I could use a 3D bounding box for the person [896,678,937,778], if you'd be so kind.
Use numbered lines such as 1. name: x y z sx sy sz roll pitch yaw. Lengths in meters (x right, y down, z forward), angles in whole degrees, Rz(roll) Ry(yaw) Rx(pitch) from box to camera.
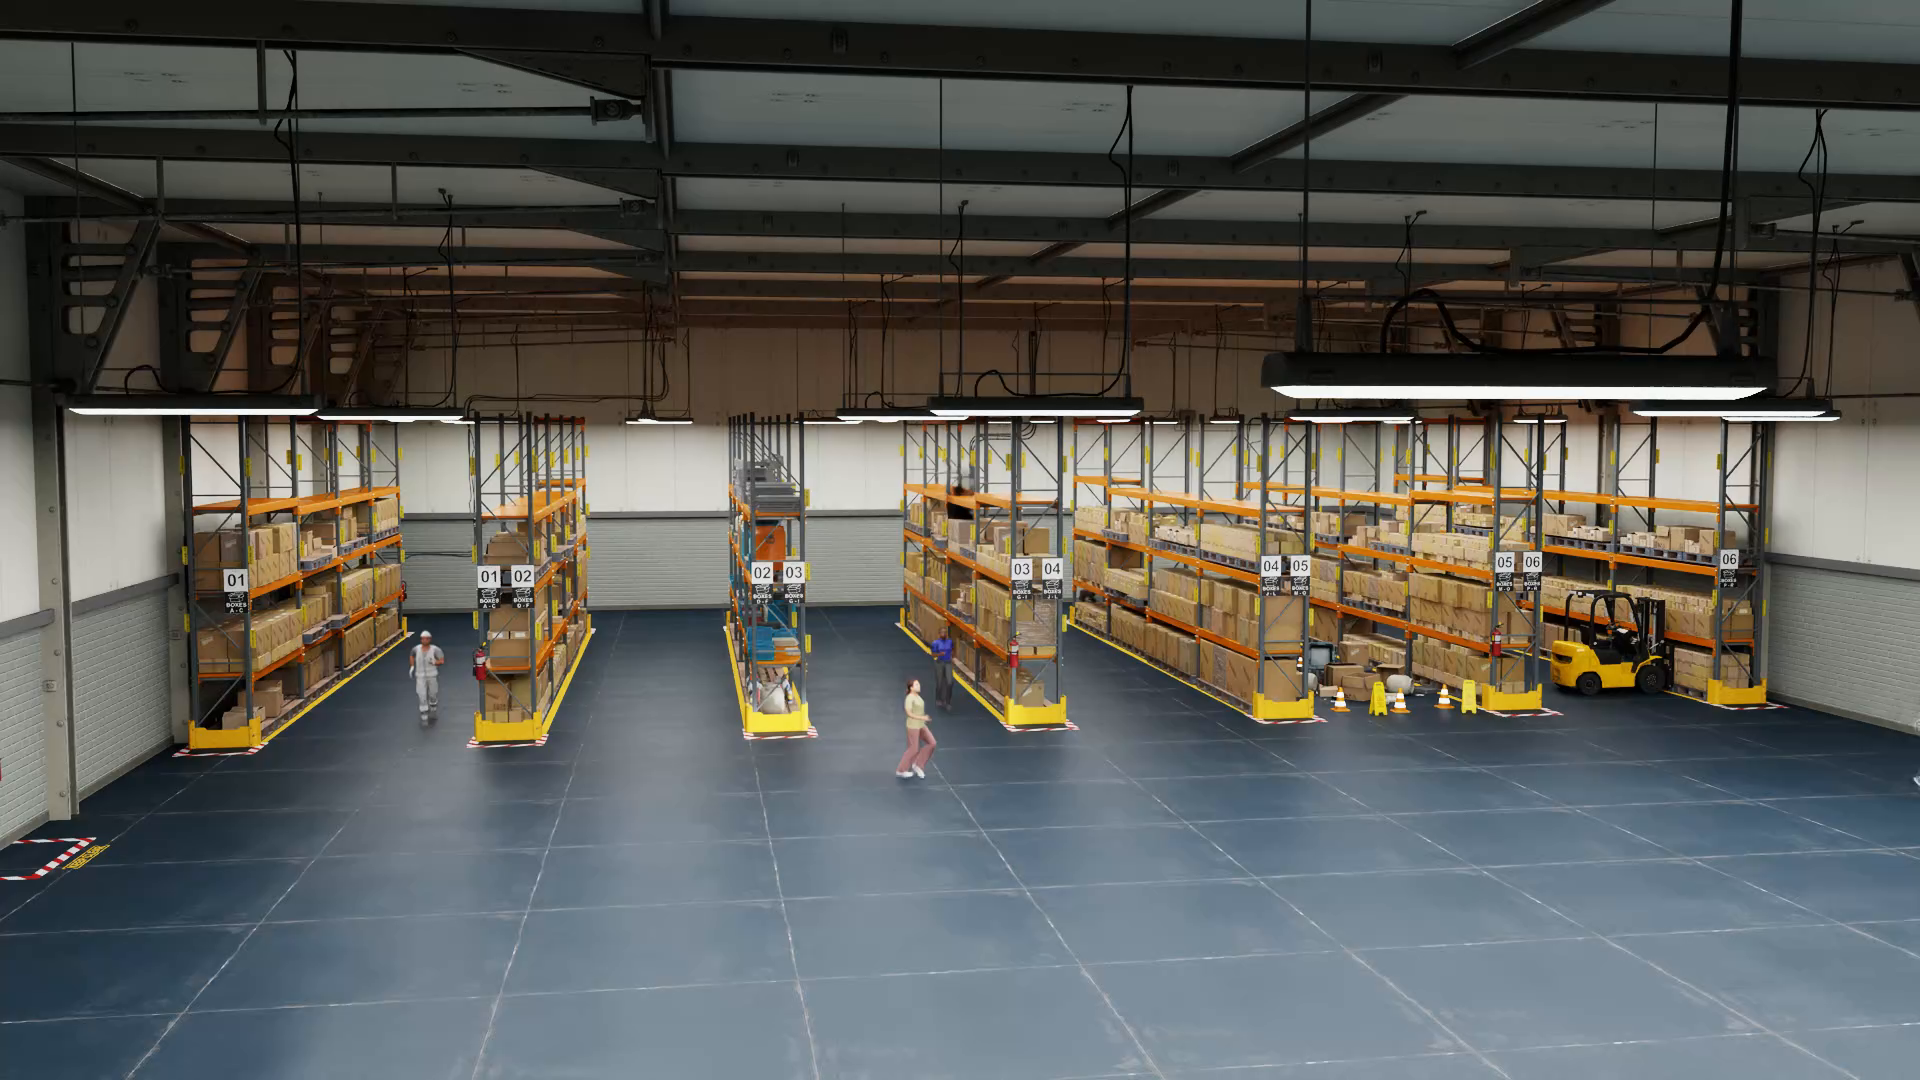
1. person: -0.729 3.060 27.060 0.644 1.653 0.579 1 4 20

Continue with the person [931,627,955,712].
1. person: -0.332 2.611 33.656 0.556 1.714 0.714 -1 4 -13

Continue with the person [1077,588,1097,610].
1. person: 3.781 1.477 49.967 1.033 1.626 0.759 3 5 34

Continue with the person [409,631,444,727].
1. person: -10.215 2.625 31.876 0.663 1.777 1.004 -1 4 -12
